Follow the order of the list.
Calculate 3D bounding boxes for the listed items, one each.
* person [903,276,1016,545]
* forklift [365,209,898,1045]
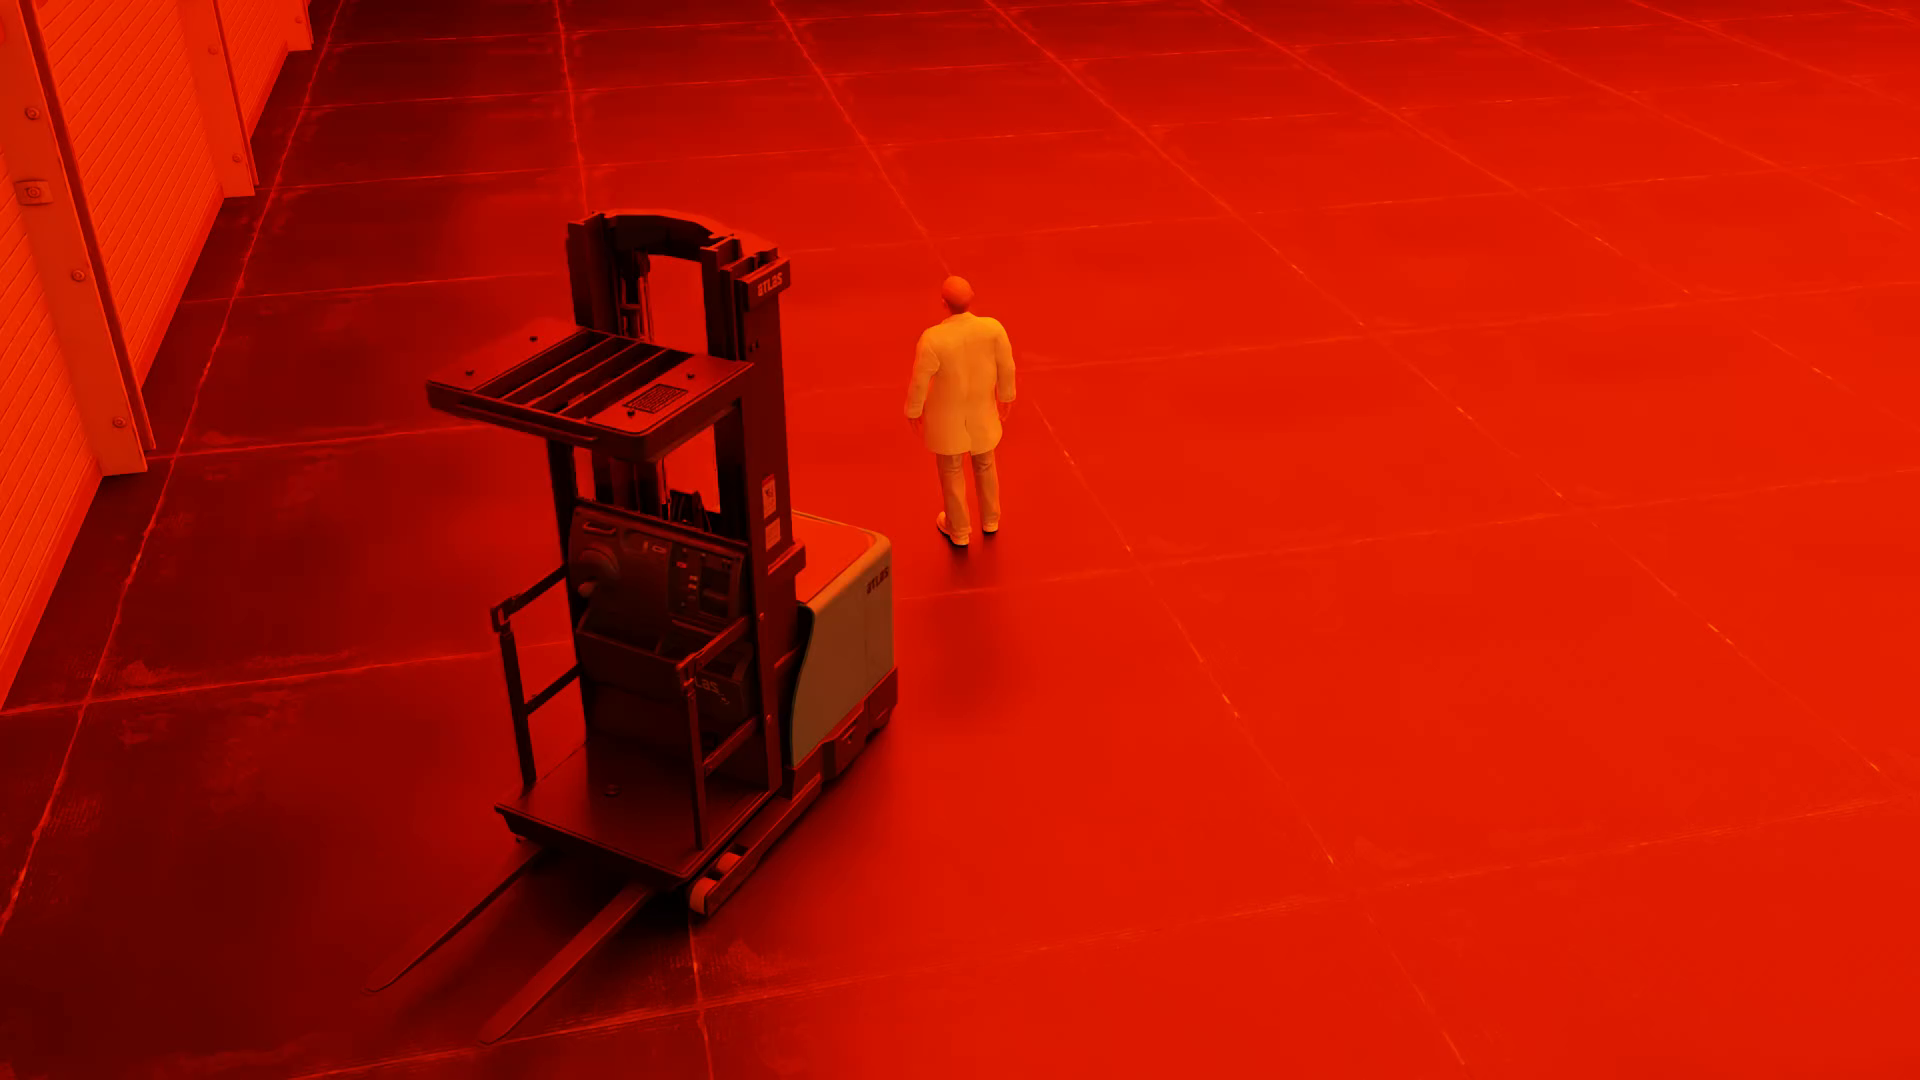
[{"bbox_3d":[-0.017,-0.820,10.128,0.694,1.775,0.581,-7,31,-12],"label":"person"},{"bbox_3d":[-1.461,0.178,7.268,1.130,2.935,3.031,15,33,24],"label":"forklift"}]
